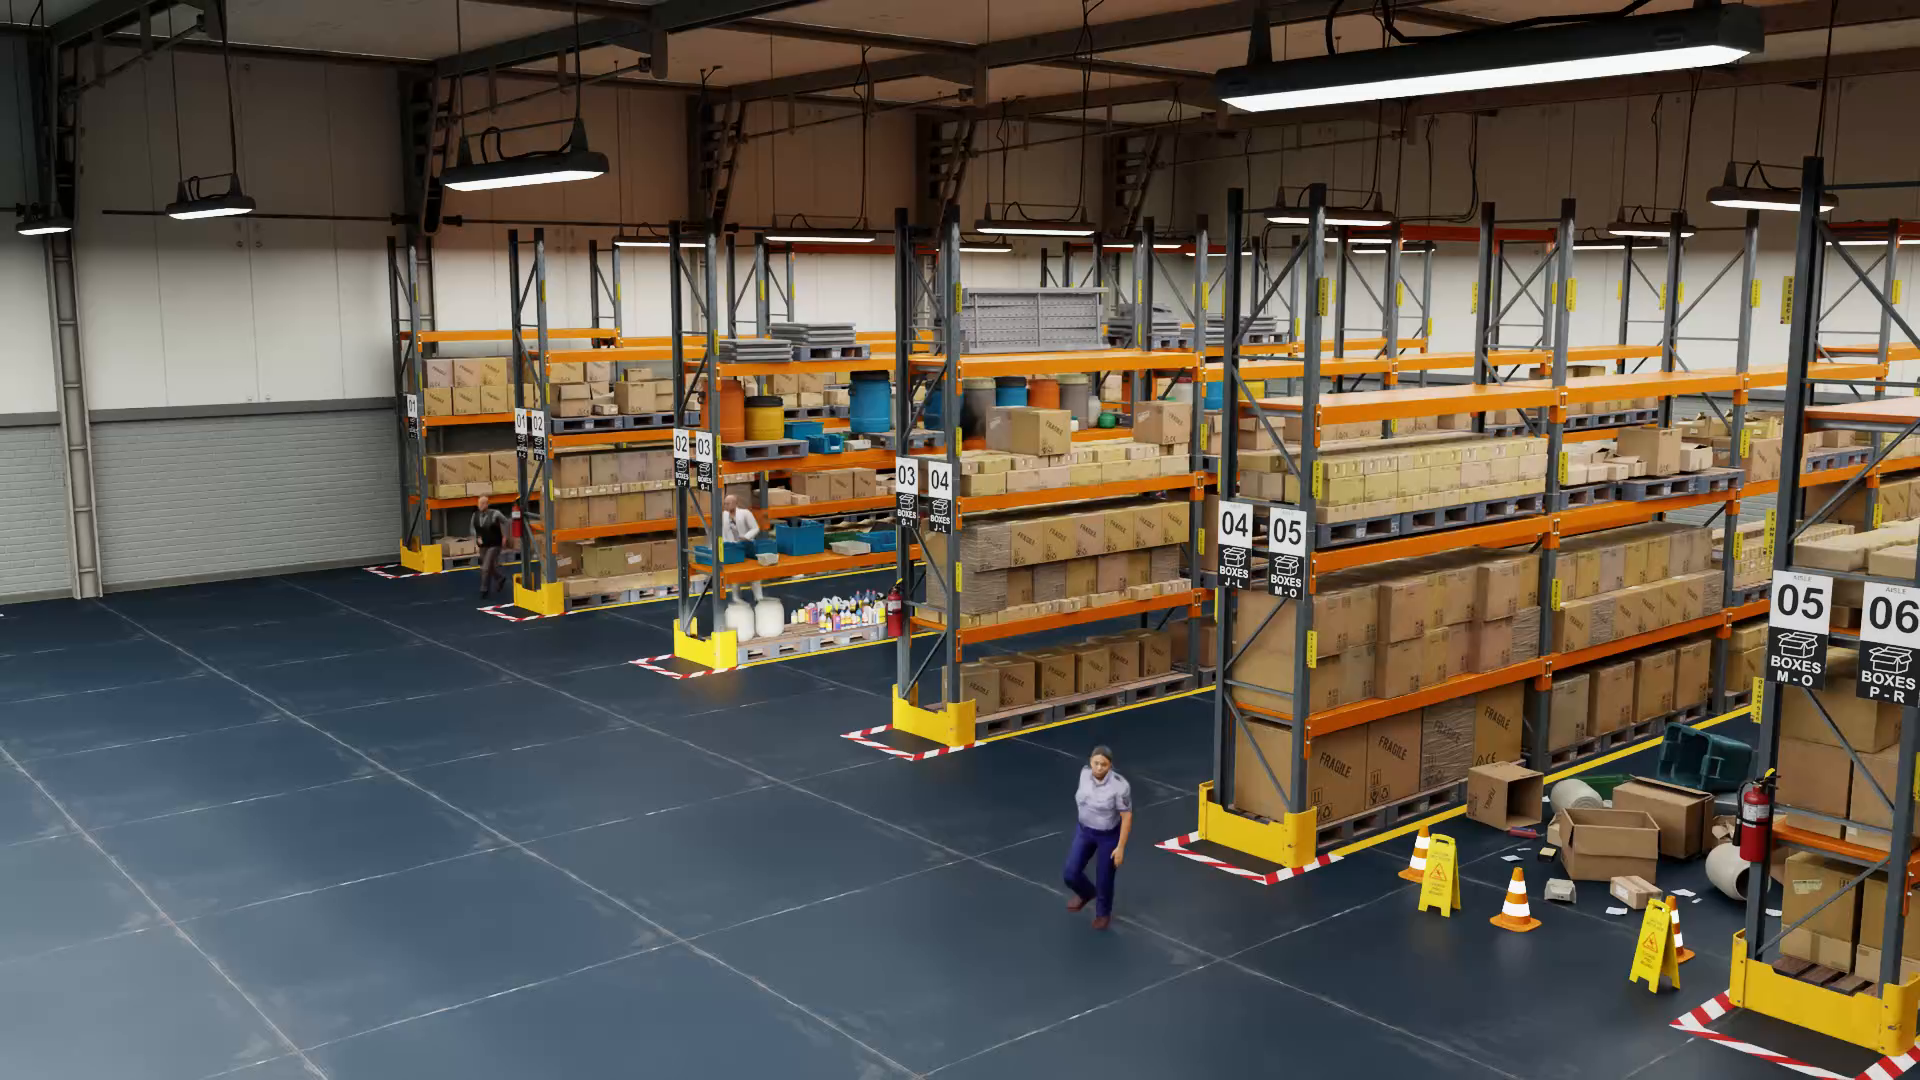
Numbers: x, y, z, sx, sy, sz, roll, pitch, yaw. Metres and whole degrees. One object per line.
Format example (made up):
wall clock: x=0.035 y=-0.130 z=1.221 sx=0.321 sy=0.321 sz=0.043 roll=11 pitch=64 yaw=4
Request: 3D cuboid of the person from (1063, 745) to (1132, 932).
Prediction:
person: x=1.108 y=2.366 z=13.283 sx=0.638 sy=1.604 sz=0.554 roll=4 pitch=10 yaw=27

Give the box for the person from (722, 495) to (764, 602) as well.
person: x=-3.349 y=0.230 z=25.312 sx=0.702 sy=1.667 sz=0.848 roll=0 pitch=9 yaw=2

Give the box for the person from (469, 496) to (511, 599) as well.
person: x=-7.752 y=0.100 z=27.651 sx=0.649 sy=1.711 sz=0.729 roll=4 pitch=9 yaw=22
